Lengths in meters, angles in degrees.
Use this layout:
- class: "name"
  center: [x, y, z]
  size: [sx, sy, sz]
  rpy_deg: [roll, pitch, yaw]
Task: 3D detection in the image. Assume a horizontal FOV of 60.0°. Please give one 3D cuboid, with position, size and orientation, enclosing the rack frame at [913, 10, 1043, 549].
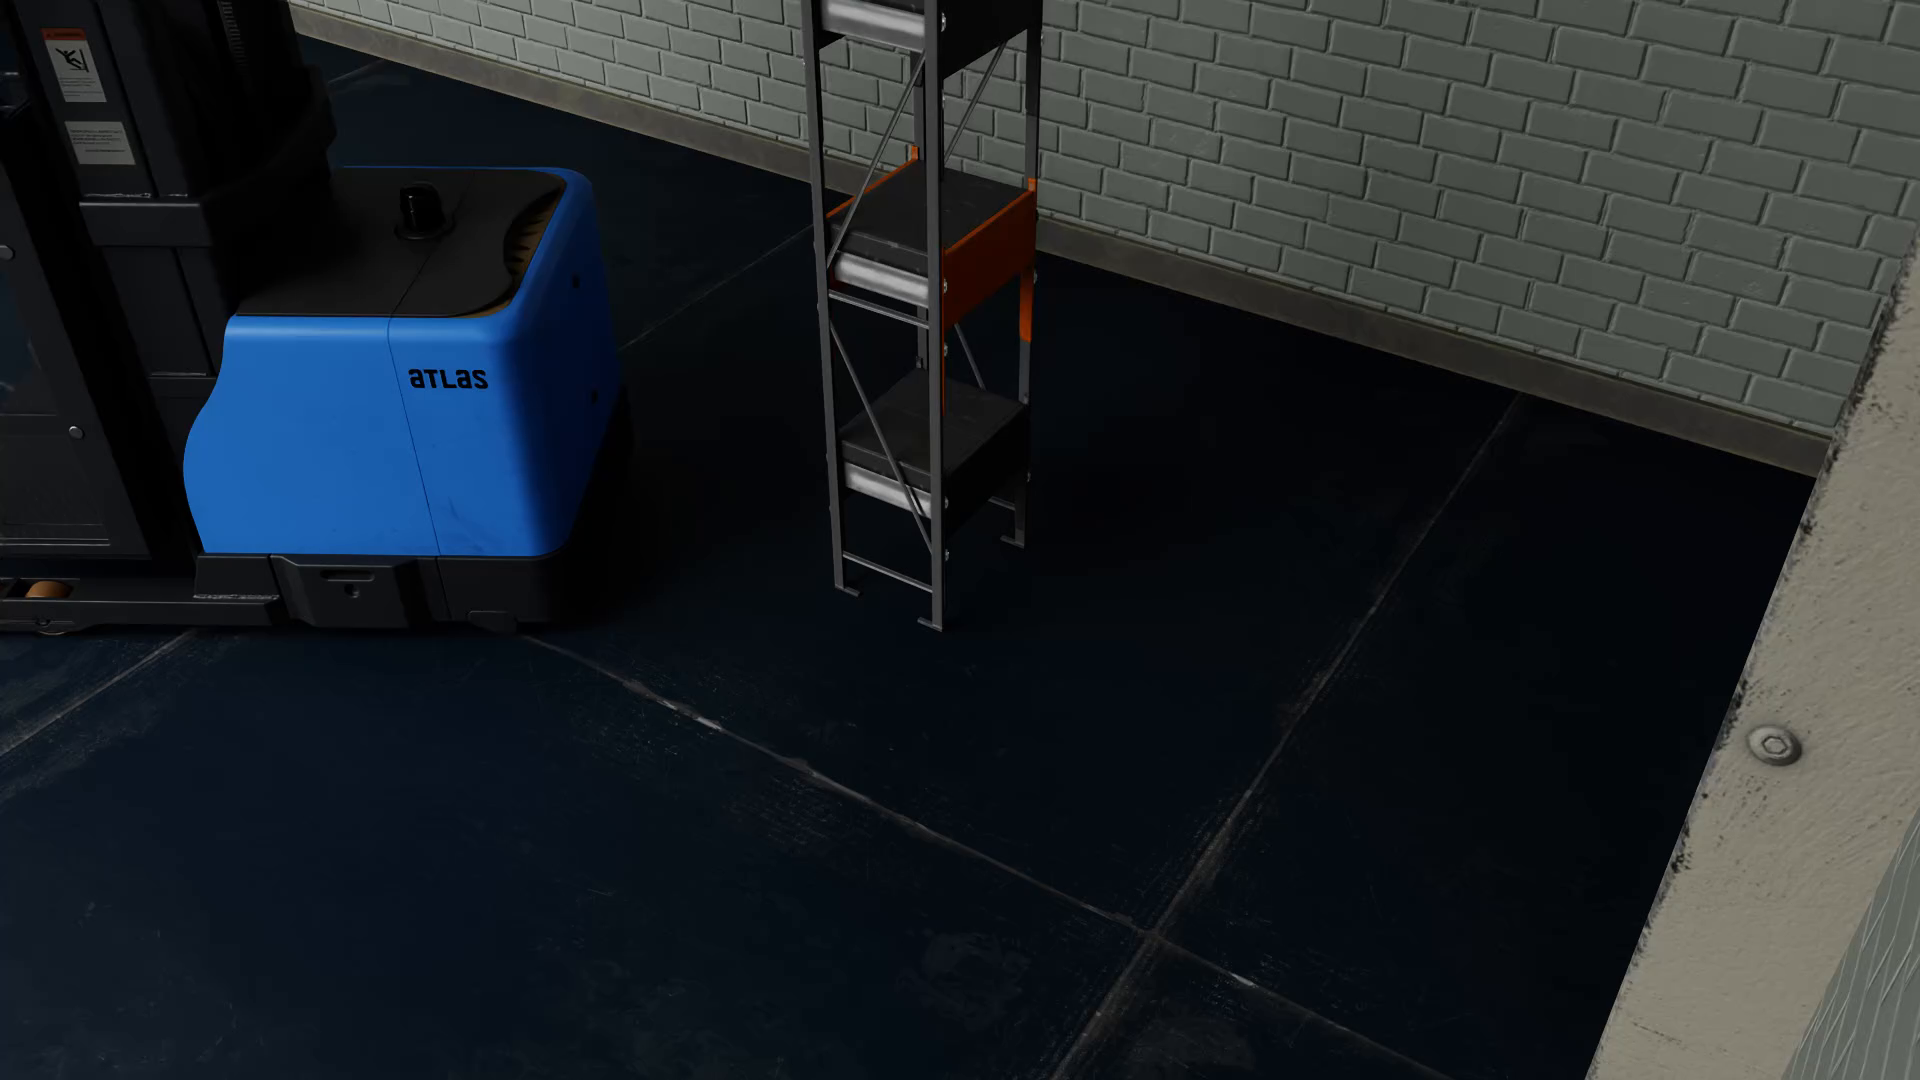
- class: "rack frame"
  center: [0.042, -0.872, 4.825]
  size: [0.400, 2.100, 0.015]
  rpy_deg: [21, 42, 25]

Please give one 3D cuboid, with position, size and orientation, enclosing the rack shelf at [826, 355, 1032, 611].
- class: "rack shelf"
  center: [-0.089, -0.181, 5.097]
  size: [0.431, 0.518, 0.480]
  rpy_deg: [21, 42, 25]

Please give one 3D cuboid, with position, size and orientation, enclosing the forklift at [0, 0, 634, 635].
- class: "forklift"
  center: [-2.647, -1.195, 4.562]
  size: [3.031, 2.935, 1.130]
  rpy_deg: [1, 38, 1]

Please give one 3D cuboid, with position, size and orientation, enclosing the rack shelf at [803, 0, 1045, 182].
- class: "rack shelf"
  center: [-0.089, -1.290, 4.243]
  size: [0.431, 0.518, 0.480]
  rpy_deg: [21, 42, 25]

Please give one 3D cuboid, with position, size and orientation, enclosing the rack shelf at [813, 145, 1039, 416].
- class: "rack shelf"
  center: [-0.089, -0.735, 4.670]
  size: [0.431, 0.518, 0.480]
  rpy_deg: [21, 42, 25]

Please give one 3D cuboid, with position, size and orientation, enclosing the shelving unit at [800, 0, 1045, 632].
- class: "shelving unit"
  center: [-0.089, -0.746, 4.662]
  size: [0.431, 2.100, 0.503]
  rpy_deg: [21, 42, 25]

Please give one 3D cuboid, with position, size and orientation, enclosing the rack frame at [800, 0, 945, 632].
- class: "rack frame"
  center: [-0.219, -0.620, 4.498]
  size: [0.400, 2.100, 0.015]
  rpy_deg: [21, 42, 25]
